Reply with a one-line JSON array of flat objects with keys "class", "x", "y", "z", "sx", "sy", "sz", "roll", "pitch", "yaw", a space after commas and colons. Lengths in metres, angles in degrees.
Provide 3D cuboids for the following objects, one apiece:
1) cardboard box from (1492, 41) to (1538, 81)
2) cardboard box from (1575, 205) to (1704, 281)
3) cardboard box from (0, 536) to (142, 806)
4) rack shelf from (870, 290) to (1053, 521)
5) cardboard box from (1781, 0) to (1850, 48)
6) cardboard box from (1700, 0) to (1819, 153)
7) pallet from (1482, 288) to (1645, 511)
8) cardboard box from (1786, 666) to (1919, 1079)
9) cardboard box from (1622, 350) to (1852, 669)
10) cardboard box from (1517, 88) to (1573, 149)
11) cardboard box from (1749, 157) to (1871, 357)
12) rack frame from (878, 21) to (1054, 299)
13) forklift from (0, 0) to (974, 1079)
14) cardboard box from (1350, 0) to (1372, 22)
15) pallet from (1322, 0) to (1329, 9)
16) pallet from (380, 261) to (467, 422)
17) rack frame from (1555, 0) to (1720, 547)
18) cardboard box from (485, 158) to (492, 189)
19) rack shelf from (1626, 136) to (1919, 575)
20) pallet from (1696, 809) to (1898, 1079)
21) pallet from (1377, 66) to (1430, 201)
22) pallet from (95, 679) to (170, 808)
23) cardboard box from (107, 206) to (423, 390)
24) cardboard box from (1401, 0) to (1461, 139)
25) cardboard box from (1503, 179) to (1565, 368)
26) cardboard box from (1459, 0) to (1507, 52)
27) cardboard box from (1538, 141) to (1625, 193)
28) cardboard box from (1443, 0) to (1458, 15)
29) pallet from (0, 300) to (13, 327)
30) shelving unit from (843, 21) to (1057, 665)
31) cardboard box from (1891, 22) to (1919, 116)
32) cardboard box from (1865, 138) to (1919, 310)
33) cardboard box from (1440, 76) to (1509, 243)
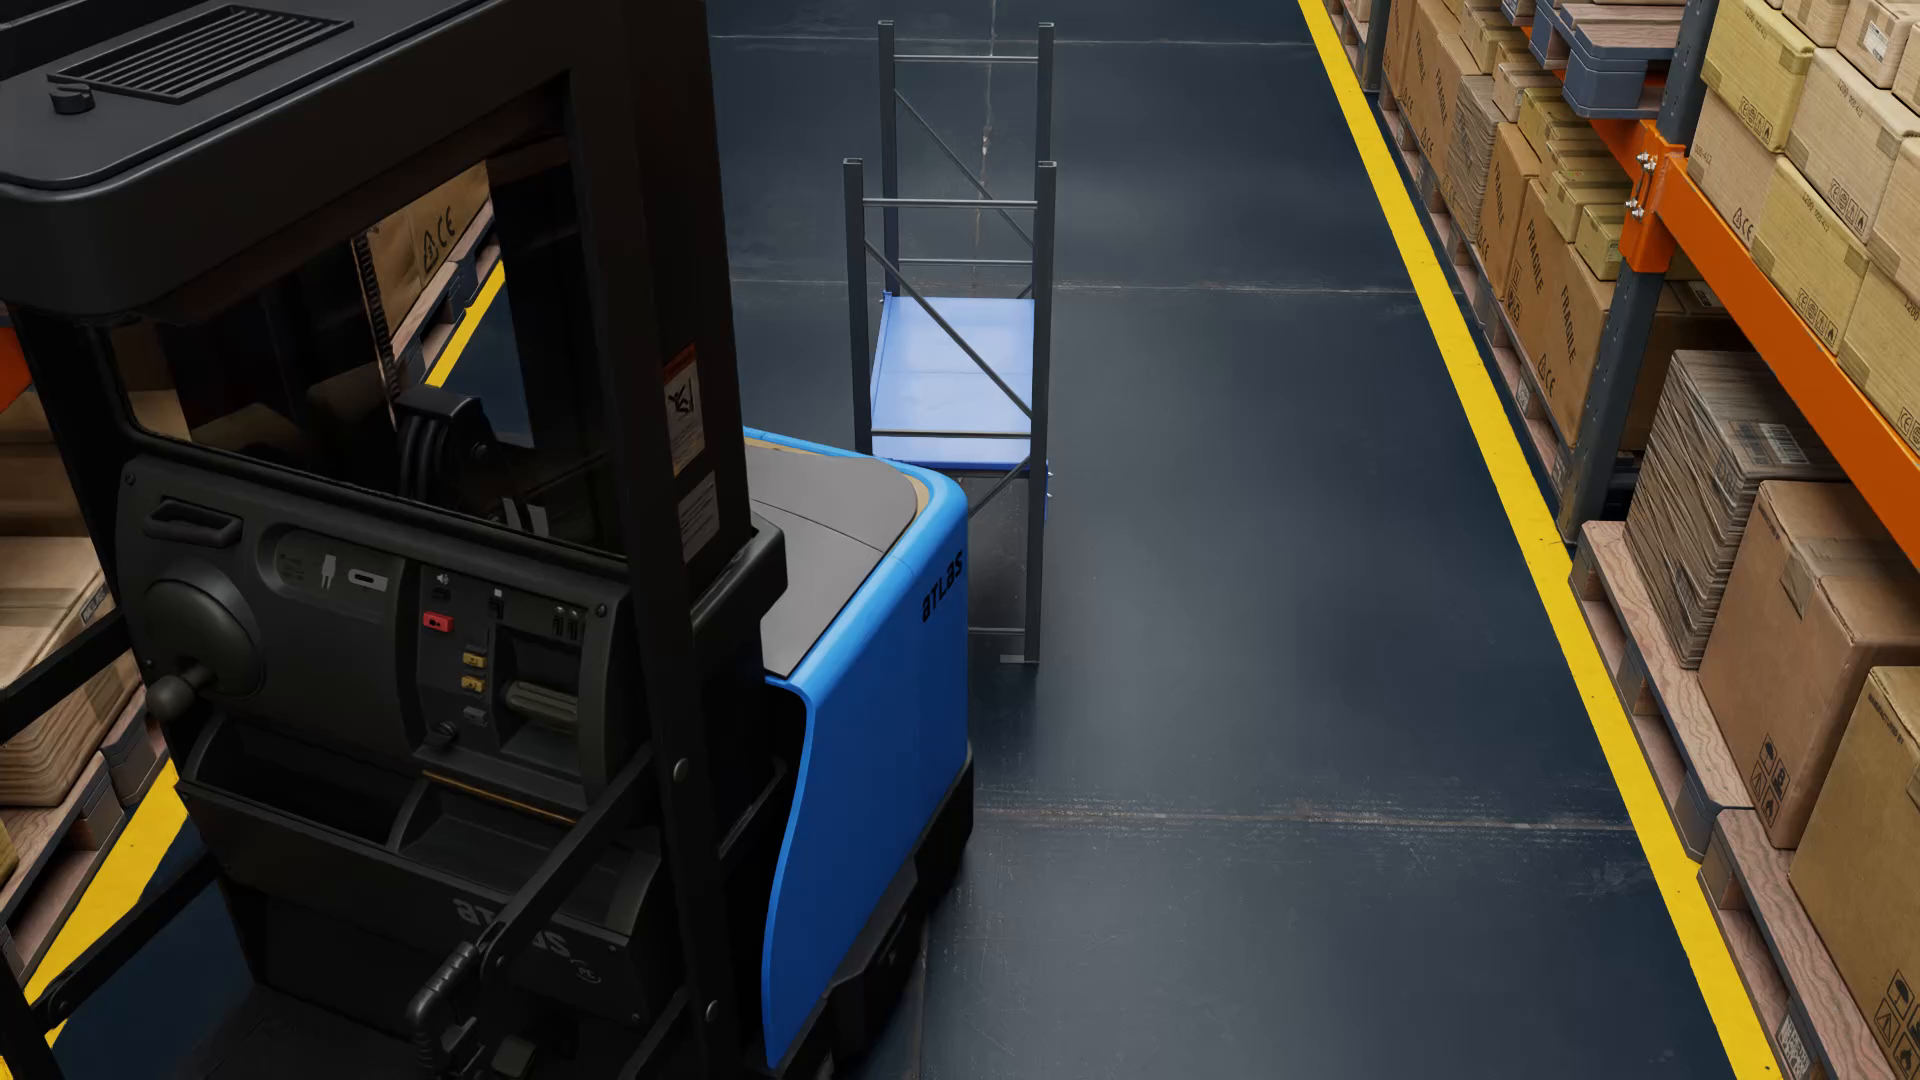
[{"class": "cardboard box", "x": 2.310, "y": -1.835, "z": 6.497, "sx": 0.380, "sy": 0.149, "sz": 0.250, "roll": 1, "pitch": 35, "yaw": 2}, {"class": "cardboard box", "x": 2.168, "y": -0.934, "z": 5.215, "sx": 0.380, "sy": 0.149, "sz": 0.250, "roll": 0, "pitch": 35, "yaw": 0}, {"class": "cardboard box", "x": -2.613, "y": 0.309, "z": 4.121, "sx": 0.950, "sy": 0.372, "sz": 0.625, "roll": 1, "pitch": 35, "yaw": 1}, {"class": "rack shelf", "x": -0.003, "y": -0.417, "z": 4.852, "sx": 0.538, "sy": 0.185, "sz": 1.000, "roll": 1, "pitch": 35, "yaw": 2}, {"class": "cardboard box", "x": 2.085, "y": -1.207, "z": 3.707, "sx": 0.380, "sy": 0.149, "sz": 0.250, "roll": 2, "pitch": 35, "yaw": 3}, {"class": "cardboard box", "x": 2.114, "y": -1.124, "z": 3.937, "sx": 0.500, "sy": 0.250, "sz": 0.500, "roll": 1, "pitch": 35, "yaw": 2}, {"class": "pallet", "x": 2.469, "y": -0.517, "z": 5.802, "sx": 1.003, "sy": 0.211, "sz": 1.213, "roll": 1, "pitch": 35, "yaw": 2}, {"class": "cardboard box", "x": 2.317, "y": 0.690, "z": 3.359, "sx": 0.875, "sy": 0.625, "sz": 0.625, "roll": 0, "pitch": 35, "yaw": 0}, {"class": "cardboard box", "x": 2.362, "y": -0.072, "z": 4.444, "sx": 0.875, "sy": 0.625, "sz": 0.625, "roll": 2, "pitch": 35, "yaw": 3}, {"class": "cardboard box", "x": 2.268, "y": -1.536, "z": 6.071, "sx": 0.380, "sy": 0.149, "sz": 0.250, "roll": 1, "pitch": 35, "yaw": 1}, {"class": "cardboard box", "x": 2.114, "y": -0.630, "z": 3.669, "sx": 0.500, "sy": 0.250, "sz": 0.500, "roll": 1, "pitch": 35, "yaw": 1}, {"class": "rack frame", "x": 0.017, "y": -0.857, "z": 5.165, "sx": 0.500, "sy": 1.500, "sz": 0.032, "roll": 1, "pitch": 35, "yaw": 2}, {"class": "forklift", "x": -1.008, "y": 0.213, "z": 2.397, "sx": 1.130, "sy": 2.935, "sz": 3.031, "roll": 14, "pitch": 37, "yaw": 19}, {"class": "cardboard box", "x": 2.291, "y": -2.860, "z": 8.825, "sx": 0.380, "sy": 0.149, "sz": 0.250, "roll": 0, "pitch": 35, "yaw": 0}, {"class": "pallet", "x": 2.637, "y": -3.484, "z": 10.025, "sx": 1.003, "sy": 0.211, "sz": 1.213, "roll": 1, "pitch": 35, "yaw": 2}, {"class": "pallet", "x": -2.452, "y": -0.653, "z": 5.995, "sx": 1.003, "sy": 0.211, "sz": 1.213, "roll": 1, "pitch": 35, "yaw": 2}, {"class": "rack frame", "x": 2.401, "y": -1.230, "z": 4.391, "sx": 1.000, "sy": 3.000, "sz": 0.127, "roll": 1, "pitch": 35, "yaw": 2}, {"class": "cardboard box", "x": -2.372, "y": -2.066, "z": 7.063, "sx": 0.875, "sy": 0.875, "sz": 0.875, "roll": 2, "pitch": 35, "yaw": 3}, {"class": "rack shelf", "x": 2.321, "y": 0.213, "z": 2.963, "sx": 1.077, "sy": 0.370, "sz": 4.000, "roll": 1, "pitch": 35, "yaw": 2}, {"class": "pallet", "x": 2.277, "y": 1.082, "z": 3.527, "sx": 1.003, "sy": 0.211, "sz": 1.213, "roll": 1, "pitch": 35, "yaw": 2}, {"class": "pallet", "x": 2.567, "y": -1.919, "z": 7.797, "sx": 1.003, "sy": 0.211, "sz": 1.213, "roll": 1, "pitch": 35, "yaw": 2}, {"class": "pallet", "x": -2.592, "y": 0.247, "z": 4.714, "sx": 1.003, "sy": 0.211, "sz": 1.213, "roll": 1, "pitch": 35, "yaw": 2}, {"class": "cardboard box", "x": -2.448, "y": -1.040, "z": 5.603, "sx": 0.875, "sy": 0.875, "sz": 0.875, "roll": 1, "pitch": 35, "yaw": 1}, {"class": "cardboard box", "x": 2.306, "y": -2.098, "z": 7.436, "sx": 0.500, "sy": 0.500, "sz": 0.500, "roll": 1, "pitch": 35, "yaw": 1}, {"class": "cardboard box", "x": 2.234, "y": -0.914, "z": 5.751, "sx": 0.500, "sy": 0.500, "sz": 0.500, "roll": 1, "pitch": 35, "yaw": 1}, {"class": "cardboard box", "x": 2.304, "y": -2.133, "z": 6.922, "sx": 0.380, "sy": 0.149, "sz": 0.250, "roll": 1, "pitch": 35, "yaw": 2}, {"class": "cardboard box", "x": 2.202, "y": -1.242, "z": 5.653, "sx": 0.380, "sy": 0.149, "sz": 0.250, "roll": 0, "pitch": 35, "yaw": 0}, {"class": "cardboard box", "x": 2.349, "y": -2.434, "z": 7.349, "sx": 0.380, "sy": 0.149, "sz": 0.250, "roll": 0, "pitch": 35, "yaw": -1}, {"class": "pallet", "x": -2.481, "y": -0.852, "z": 4.020, "sx": 1.213, "sy": 0.211, "sz": 1.003, "roll": 1, "pitch": 35, "yaw": 2}, {"class": "shelving unit", "x": -0.003, "y": -0.565, "z": 4.749, "sx": 0.538, "sy": 1.500, "sz": 1.048, "roll": 1, "pitch": 35, "yaw": 2}, {"class": "cardboard box", "x": 2.102, "y": -0.908, "z": 3.282, "sx": 0.380, "sy": 0.149, "sz": 0.250, "roll": 2, "pitch": 35, "yaw": 2}, {"class": "cardboard box", "x": 2.079, "y": -0.536, "z": 3.099, "sx": 0.500, "sy": 0.250, "sz": 0.500, "roll": 0, "pitch": 35, "yaw": 1}, {"class": "cardboard box", "x": 2.254, "y": -1.514, "z": 6.604, "sx": 0.500, "sy": 0.500, "sz": 0.500, "roll": 0, "pitch": 35, "yaw": 0}]
